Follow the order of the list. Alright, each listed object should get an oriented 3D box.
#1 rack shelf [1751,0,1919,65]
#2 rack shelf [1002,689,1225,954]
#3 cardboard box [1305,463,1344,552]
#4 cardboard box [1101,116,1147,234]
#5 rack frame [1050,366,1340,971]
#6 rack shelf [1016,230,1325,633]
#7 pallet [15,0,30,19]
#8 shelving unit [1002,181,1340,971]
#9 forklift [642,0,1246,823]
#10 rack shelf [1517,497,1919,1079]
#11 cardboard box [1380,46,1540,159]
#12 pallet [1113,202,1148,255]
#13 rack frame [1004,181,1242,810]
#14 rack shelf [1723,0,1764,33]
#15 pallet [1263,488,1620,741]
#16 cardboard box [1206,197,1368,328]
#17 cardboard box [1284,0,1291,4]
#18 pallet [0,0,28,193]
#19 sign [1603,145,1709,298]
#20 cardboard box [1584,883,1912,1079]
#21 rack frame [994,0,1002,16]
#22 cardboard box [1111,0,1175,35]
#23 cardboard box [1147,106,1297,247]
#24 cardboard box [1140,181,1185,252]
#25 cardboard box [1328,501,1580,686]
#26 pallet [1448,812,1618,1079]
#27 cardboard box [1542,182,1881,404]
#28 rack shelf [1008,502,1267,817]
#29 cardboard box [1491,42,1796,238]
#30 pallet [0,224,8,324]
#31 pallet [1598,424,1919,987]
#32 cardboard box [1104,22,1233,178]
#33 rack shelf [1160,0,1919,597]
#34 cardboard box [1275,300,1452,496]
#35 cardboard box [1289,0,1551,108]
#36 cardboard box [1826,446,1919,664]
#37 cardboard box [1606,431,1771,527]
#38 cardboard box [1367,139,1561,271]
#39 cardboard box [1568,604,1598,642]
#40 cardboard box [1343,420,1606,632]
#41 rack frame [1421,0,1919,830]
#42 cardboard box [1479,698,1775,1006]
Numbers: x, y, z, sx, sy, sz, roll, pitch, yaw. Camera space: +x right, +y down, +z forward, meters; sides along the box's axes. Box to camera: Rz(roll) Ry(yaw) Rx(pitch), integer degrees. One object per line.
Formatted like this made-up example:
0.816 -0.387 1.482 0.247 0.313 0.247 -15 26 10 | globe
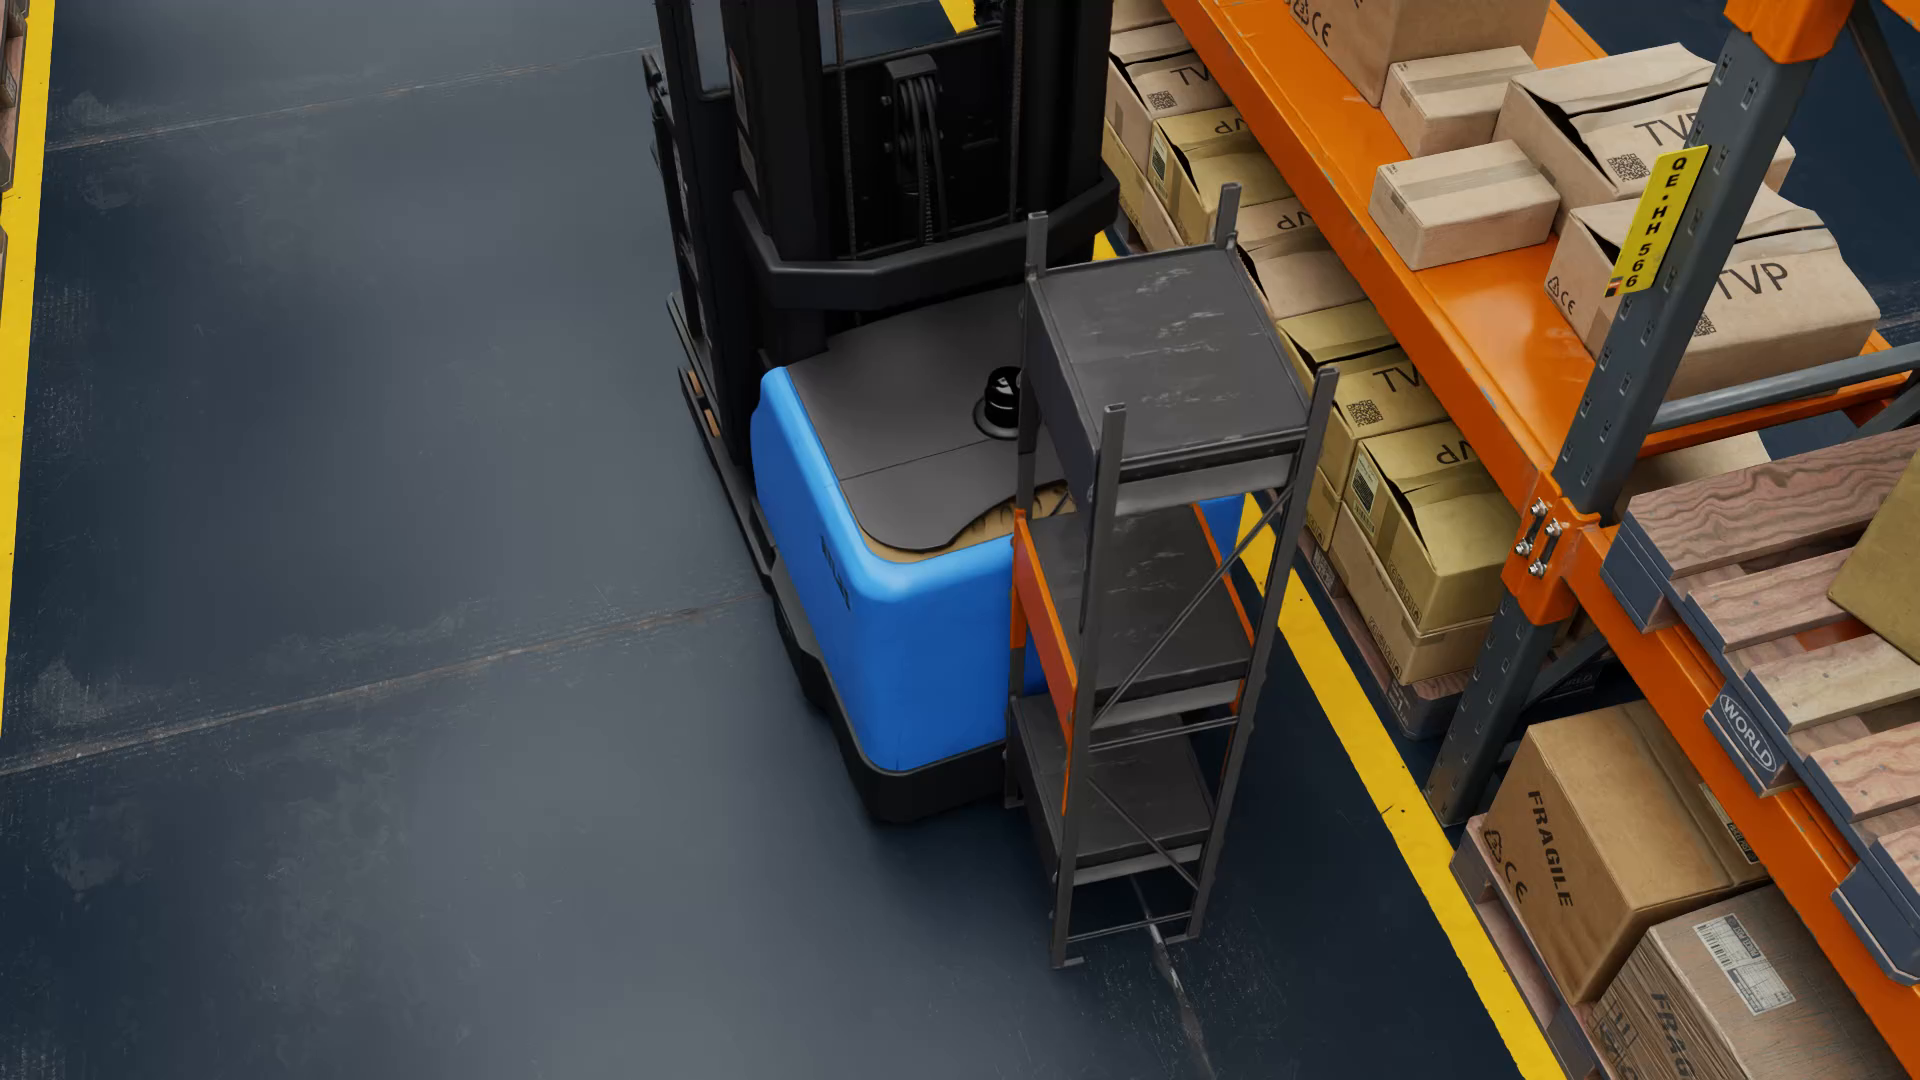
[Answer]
2.379 0.399 1.460 1.077 0.370 4.000 -13 51 -11 | rack shelf
0.374 0.679 4.230 0.431 0.518 0.480 -10 52 -8 | rack shelf
1.243 -0.281 5.048 0.500 0.250 0.500 -14 51 -11 | cardboard box
0.792 -1.395 5.988 0.500 0.250 0.500 -15 51 -12 | cardboard box
0.429 0.414 3.526 0.400 2.100 0.015 -10 52 -8 | rack frame
0.374 -0.202 3.142 0.431 0.518 0.480 -10 52 -8 | rack shelf
-4.652 -2.625 7.325 1.003 0.211 1.213 -13 51 -11 | pallet
0.374 0.230 3.675 0.431 2.100 0.503 -10 52 -8 | shelving unit
-0.292 -1.330 4.455 1.130 2.935 3.031 -17 52 -14 | forklift
2.379 1.366 2.607 1.077 0.370 4.000 -13 51 -11 | rack shelf
1.356 -1.164 4.434 0.380 0.149 0.250 -10 51 -8 | cardboard box
1.224 -0.928 5.894 1.003 0.211 1.213 -13 51 -11 | pallet
0.318 0.045 3.825 0.400 2.100 0.015 -10 52 -8 | rack frame
1.196 -2.522 3.923 1.077 0.370 4.000 -13 51 -11 | rack shelf
1.581 -0.038 5.144 1.003 0.211 1.213 -13 51 -11 | pallet
1.090 -0.831 5.146 0.500 0.311 0.500 -14 51 -11 | cardboard box
1.120 -1.965 4.879 0.500 0.500 0.500 -13 51 -11 | cardboard box
-4.288 -1.732 6.572 1.003 0.211 1.213 -13 51 -11 | pallet
1.258 -0.572 3.013 0.100 0.325 0.005 -13 51 -11 | sign
1.809 1.115 3.695 0.500 0.500 0.500 -15 51 -12 | cardboard box
0.604 -3.248 6.026 1.000 3.000 0.127 -13 51 -11 | rack frame
0.631 -1.953 6.092 0.500 0.311 0.500 -14 51 -11 | cardboard box
0.944 -1.197 5.454 0.500 0.311 0.500 -12 51 -10 | cardboard box
0.942 -1.024 5.675 0.500 0.250 0.500 -12 51 -10 | cardboard box
1.398 0.095 4.732 0.500 0.250 0.500 -12 51 -10 | cardboard box
1.972 1.126 4.163 1.003 0.211 1.213 -13 51 -11 | pallet
1.721 -0.574 3.830 0.500 0.311 0.500 -10 51 -9 | cardboard box
0.374 0.238 3.686 0.431 0.518 0.480 -10 52 -8 | rack shelf
1.708 -0.995 4.185 0.500 0.311 0.500 -14 51 -11 | cardboard box
-3.859 -0.667 5.675 1.003 0.211 1.213 -13 51 -11 | pallet
2.055 0.214 3.233 1.213 0.211 1.003 -13 51 -11 | pallet
0.786 -1.575 5.773 0.500 0.311 0.500 -15 51 -12 | cardboard box
1.196 -1.556 5.070 1.077 0.370 4.000 -13 51 -11 | rack shelf
1.237 -0.462 4.834 0.500 0.311 0.500 -14 51 -12 | cardboard box
1.275 -1.581 4.555 0.500 0.500 0.500 -16 52 -13 | cardboard box
2.081 -0.060 2.998 0.700 0.500 0.500 -30 56 -23 | cardboard box
1.913 -0.206 4.618 0.500 0.311 0.500 -12 51 -10 | cardboard box
1.257 -0.840 4.161 0.380 0.149 0.250 -13 51 -11 | cardboard box
1.913 -0.025 4.833 0.500 0.250 0.500 -13 51 -11 | cardboard box
1.397 -0.083 4.515 0.500 0.311 0.500 -12 51 -10 | cardboard box
1.787 -0.327 3.564 1.000 3.000 0.127 -13 51 -11 | rack frame
1.649 0.734 4.016 0.500 0.500 0.500 -11 51 -9 | cardboard box
